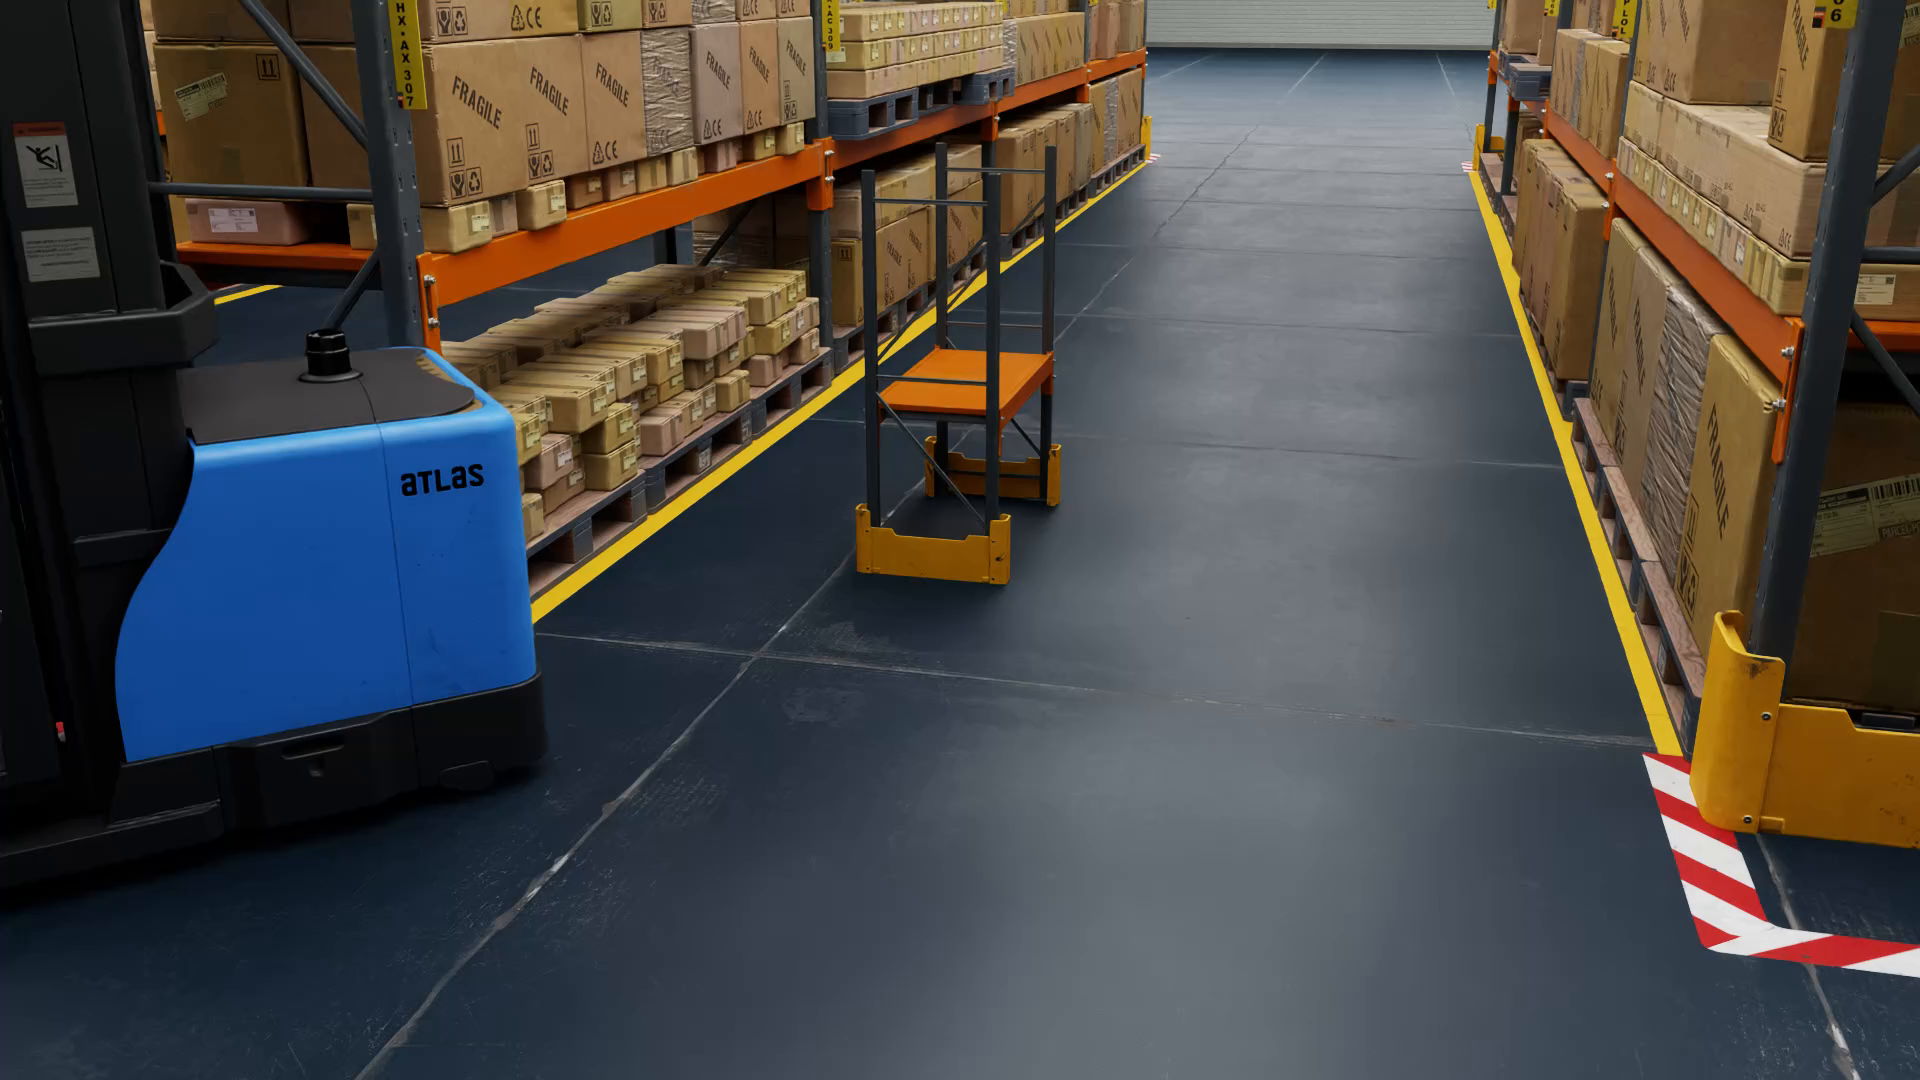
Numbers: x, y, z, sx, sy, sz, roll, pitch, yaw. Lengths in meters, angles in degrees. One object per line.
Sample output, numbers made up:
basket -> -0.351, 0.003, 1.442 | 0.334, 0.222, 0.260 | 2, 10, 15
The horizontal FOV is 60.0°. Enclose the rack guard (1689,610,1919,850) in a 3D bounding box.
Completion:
rack guard -> 2.598, 0.525, 4.376 | 1.175, 0.500, 0.348 | 5, 19, 13

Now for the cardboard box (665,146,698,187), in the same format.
cardboard box -> -1.359, -1.620, 7.177 | 0.380, 0.149, 0.250 | 5, 19, 14

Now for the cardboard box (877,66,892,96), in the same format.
cardboard box -> -0.599, -2.597, 9.388 | 0.380, 0.149, 0.250 | 5, 19, 14

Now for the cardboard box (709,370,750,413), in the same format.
cardboard box -> -1.222, -0.718, 7.909 | 0.380, 0.149, 0.250 | 5, 19, 13

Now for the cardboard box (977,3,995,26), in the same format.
cardboard box -> 0.035, -3.689, 11.666 | 0.380, 0.149, 0.250 | 4, 19, 13

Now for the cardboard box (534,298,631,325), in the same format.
cardboard box -> -1.810, -1.060, 7.991 | 0.380, 0.149, 0.250 | 5, 20, 15

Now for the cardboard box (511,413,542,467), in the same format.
cardboard box -> -1.723, -0.357, 5.933 | 0.380, 0.149, 0.250 | 4, 19, 11

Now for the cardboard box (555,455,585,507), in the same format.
cardboard box -> -1.704, -0.244, 6.522 | 0.380, 0.149, 0.250 | 5, 19, 14

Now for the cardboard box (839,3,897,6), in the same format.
cardboard box -> -0.654, -3.667, 11.601 | 0.380, 0.149, 0.250 | 5, 19, 13

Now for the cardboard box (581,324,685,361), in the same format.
cardboard box -> -1.452, -0.857, 7.398 | 0.380, 0.149, 0.250 | 5, 19, 14

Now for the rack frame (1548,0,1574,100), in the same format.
rack frame -> 4.559, -3.173, 11.335 | 1.000, 3.000, 0.127 | 5, 19, 13

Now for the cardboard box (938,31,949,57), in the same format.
cardboard box -> -0.281, -3.140, 10.520 | 0.380, 0.149, 0.250 | 4, 19, 12

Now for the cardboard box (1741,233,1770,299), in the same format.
cardboard box -> 2.434, -0.765, 4.677 | 0.380, 0.149, 0.250 | 5, 19, 14

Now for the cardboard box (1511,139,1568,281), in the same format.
cardboard box -> 4.370, -2.151, 10.982 | 1.225, 0.875, 0.875 | 4, 19, 11

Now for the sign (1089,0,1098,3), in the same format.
sign -> 1.280, -5.320, 15.954 | 0.100, 0.325, 0.005 | 5, 19, 13

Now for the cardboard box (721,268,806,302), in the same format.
cardboard box -> -1.038, -1.341, 8.814 | 0.380, 0.149, 0.250 | 5, 20, 15

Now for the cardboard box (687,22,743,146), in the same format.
cardboard box -> -1.298, -2.038, 7.398 | 0.500, 0.500, 0.500 | 5, 19, 13

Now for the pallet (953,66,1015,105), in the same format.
pallet -> -0.297, -3.273, 11.927 | 1.213, 0.211, 1.003 | 5, 19, 13

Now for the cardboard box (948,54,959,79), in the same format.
cardboard box -> -0.219, -3.083, 10.813 | 0.380, 0.149, 0.250 | 5, 20, 15

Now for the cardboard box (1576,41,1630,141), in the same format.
cardboard box -> 3.679, -2.453, 9.074 | 0.500, 0.500, 0.500 | 4, 19, 13

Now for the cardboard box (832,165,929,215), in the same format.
cardboard box -> -0.510, -2.250, 10.692 | 0.500, 0.250, 0.500 | 5, 20, 15

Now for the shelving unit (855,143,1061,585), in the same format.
shelving unit -> 0.019, -0.734, 6.515 | 0.587, 1.500, 1.083 | 5, 19, 13

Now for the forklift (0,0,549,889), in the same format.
forklift -> -2.706, -0.613, 3.947 | 3.031, 2.935, 1.130 | -10, 21, -28

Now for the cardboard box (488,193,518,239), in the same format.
cardboard box -> -1.762, -1.128, 5.739 | 0.380, 0.149, 0.250 | 5, 20, 15

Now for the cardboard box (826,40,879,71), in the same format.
cardboard box -> -0.661, -2.650, 9.084 | 0.380, 0.149, 0.250 | 5, 19, 14

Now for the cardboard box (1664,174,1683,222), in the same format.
cardboard box -> 2.807, -1.245, 6.080 | 0.380, 0.149, 0.250 | 4, 19, 12

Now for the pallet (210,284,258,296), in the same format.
pallet -> -5.617, -2.013, 12.255 | 1.003, 0.211, 1.213 | 5, 19, 13

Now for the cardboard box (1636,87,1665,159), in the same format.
cardboard box -> 3.086, -1.707, 6.815 | 0.500, 0.250, 0.500 | 5, 19, 13

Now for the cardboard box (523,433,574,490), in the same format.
cardboard box -> -1.682, -0.304, 6.238 | 0.380, 0.149, 0.250 | 5, 19, 13

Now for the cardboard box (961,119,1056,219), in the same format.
cardboard box -> 0.220, -3.188, 14.212 | 1.050, 0.750, 0.750 | 5, 19, 14

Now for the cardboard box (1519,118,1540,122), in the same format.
cardboard box -> 6.060, -4.117, 17.317 | 0.500, 0.500, 0.500 | 7, 20, 18

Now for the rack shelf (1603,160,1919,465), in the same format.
rack shelf -> 3.093, -0.952, 5.946 | 1.077, 0.370, 4.000 | 5, 19, 13

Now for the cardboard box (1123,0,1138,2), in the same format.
cardboard box -> 1.555, -6.392, 18.860 | 0.875, 0.550, 0.550 | 5, 19, 13

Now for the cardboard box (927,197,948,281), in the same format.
cardboard box -> -0.377, -2.055, 11.282 | 0.500, 0.500, 0.500 | 4, 19, 11

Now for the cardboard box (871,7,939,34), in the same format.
cardboard box -> -0.346, -3.196, 10.223 | 0.380, 0.149, 0.250 | 5, 20, 15

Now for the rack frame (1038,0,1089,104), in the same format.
rack frame -> 0.751, -4.850, 16.245 | 1.000, 3.000, 0.127 | 5, 19, 13

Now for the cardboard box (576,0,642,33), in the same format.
cardboard box -> -1.548, -2.189, 6.295 | 0.500, 0.500, 0.500 | 4, 19, 12

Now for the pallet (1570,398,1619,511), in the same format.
pallet -> 3.320, -0.367, 7.436 | 1.003, 0.211, 1.213 | 5, 19, 13

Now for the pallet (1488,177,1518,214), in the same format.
pallet -> 5.666, -3.320, 16.081 | 1.003, 0.211, 1.213 | 5, 19, 13

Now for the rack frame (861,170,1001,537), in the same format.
rack frame -> -0.103, -0.577, 6.057 | 0.500, 1.500, 0.032 | 5, 19, 13

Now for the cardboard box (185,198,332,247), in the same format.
cardboard box -> -2.375, -1.094, 5.639 | 0.380, 0.149, 0.250 | 5, 19, 13

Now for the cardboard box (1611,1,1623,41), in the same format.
cardboard box -> 4.045, -3.052, 9.275 | 0.797, 0.503, 0.637 | 5, 20, 15

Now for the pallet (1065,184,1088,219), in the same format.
pallet -> 0.636, -3.282, 15.971 | 1.003, 0.211, 1.213 | 5, 19, 13

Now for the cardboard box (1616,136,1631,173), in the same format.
cardboard box -> 3.187, -1.733, 7.511 | 0.380, 0.149, 0.250 | 5, 19, 14

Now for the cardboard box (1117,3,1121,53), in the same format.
cardboard box -> 1.310, -5.715, 18.546 | 0.875, 0.550, 0.550 | 5, 19, 13

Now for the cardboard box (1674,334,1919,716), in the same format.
cardboard box -> 2.683, -0.065, 4.875 | 0.875, 0.875, 0.875 | 5, 19, 13

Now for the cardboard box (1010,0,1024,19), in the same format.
cardboard box -> 0.139, -4.576, 13.742 | 0.700, 0.500, 0.500 | 4, 19, 13

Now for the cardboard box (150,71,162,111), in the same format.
cardboard box -> -5.540, -2.910, 10.798 | 0.500, 0.250, 0.500 | 4, 19, 12

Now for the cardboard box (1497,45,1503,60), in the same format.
cardboard box -> 5.752, -5.028, 17.157 | 0.380, 0.149, 0.250 | 5, 19, 13

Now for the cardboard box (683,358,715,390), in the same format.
cardboard box -> -1.359, -0.803, 7.698 | 0.380, 0.149, 0.250 | 4, 19, 11

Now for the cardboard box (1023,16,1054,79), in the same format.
cardboard box -> 0.514, -4.236, 14.295 | 0.500, 0.500, 0.500 | 4, 19, 13

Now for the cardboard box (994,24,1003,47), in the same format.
cardboard box -> 0.095, -3.626, 11.941 | 0.380, 0.149, 0.250 | 5, 20, 15

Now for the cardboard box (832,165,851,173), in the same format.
cardboard box -> -1.013, -2.293, 10.818 | 0.500, 0.250, 0.500 | 4, 19, 11
